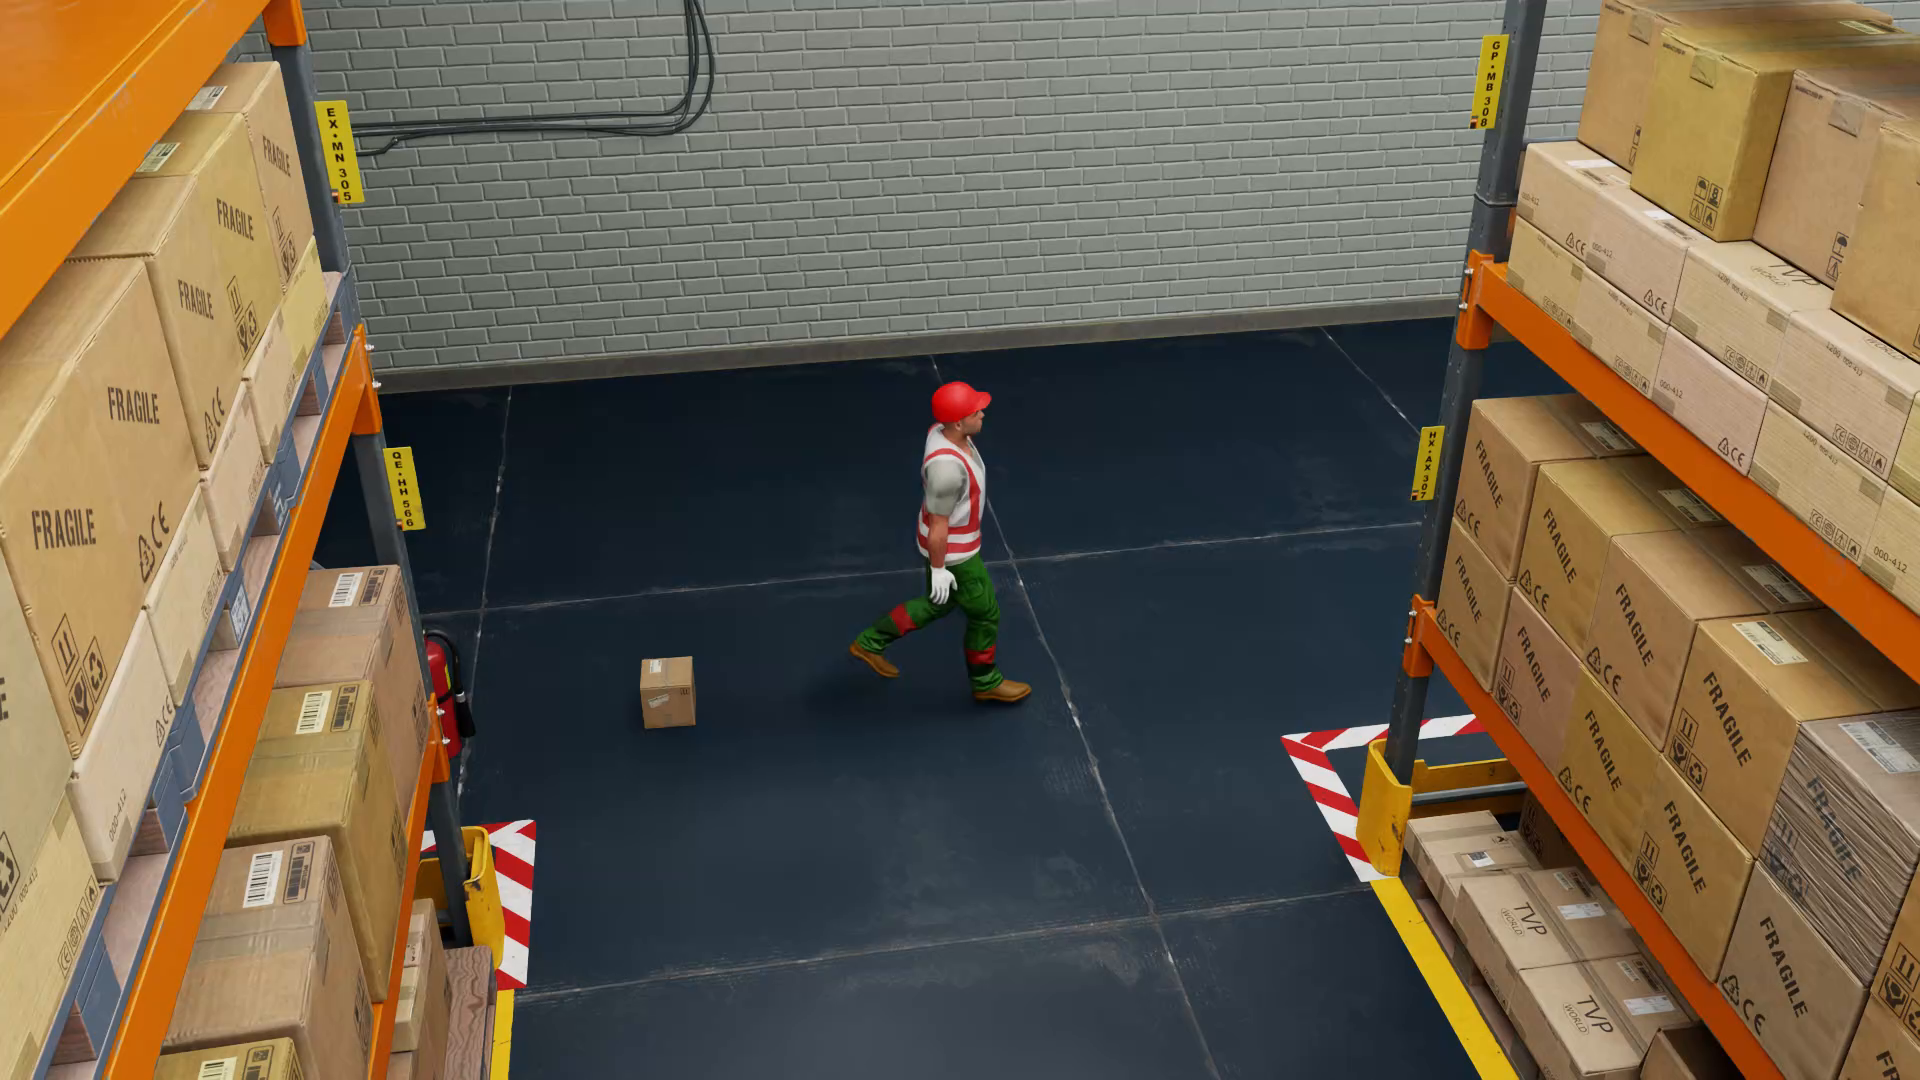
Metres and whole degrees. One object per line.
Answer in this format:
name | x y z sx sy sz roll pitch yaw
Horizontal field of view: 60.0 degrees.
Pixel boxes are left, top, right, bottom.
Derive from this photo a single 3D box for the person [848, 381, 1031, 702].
person | -0.104 0.020 8.075 0.926 1.763 0.566 -1 30 -2
